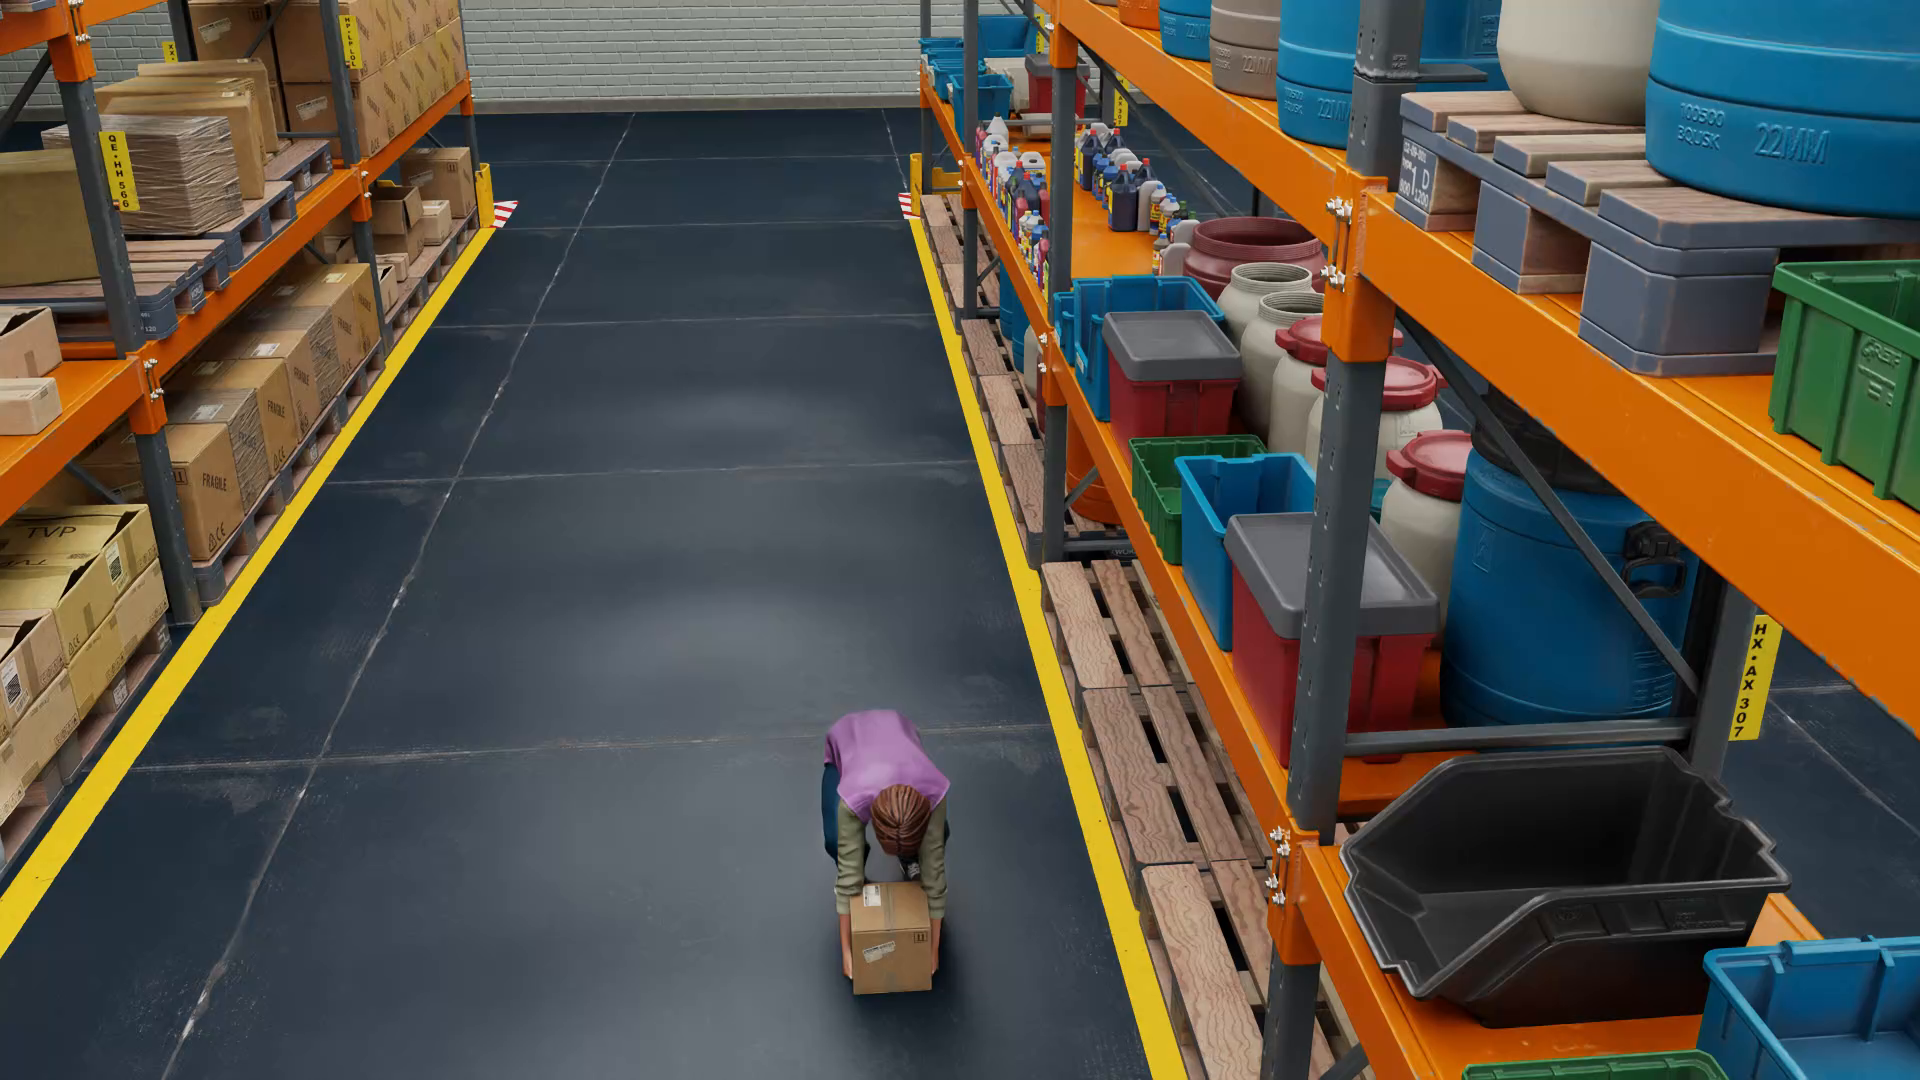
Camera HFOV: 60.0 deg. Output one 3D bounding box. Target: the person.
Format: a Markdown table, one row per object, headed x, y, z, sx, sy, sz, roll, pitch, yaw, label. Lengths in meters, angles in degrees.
| x | y | z | sx | sy | sz | roll | pitch | yaw | label |
| --- | --- | --- | --- | --- | --- | --- | --- | --- | --- |
| -0.252 | 0.969 | 5.590 | 0.421 | 0.694 | 0.863 | -3 | 24 | -6 | person |
